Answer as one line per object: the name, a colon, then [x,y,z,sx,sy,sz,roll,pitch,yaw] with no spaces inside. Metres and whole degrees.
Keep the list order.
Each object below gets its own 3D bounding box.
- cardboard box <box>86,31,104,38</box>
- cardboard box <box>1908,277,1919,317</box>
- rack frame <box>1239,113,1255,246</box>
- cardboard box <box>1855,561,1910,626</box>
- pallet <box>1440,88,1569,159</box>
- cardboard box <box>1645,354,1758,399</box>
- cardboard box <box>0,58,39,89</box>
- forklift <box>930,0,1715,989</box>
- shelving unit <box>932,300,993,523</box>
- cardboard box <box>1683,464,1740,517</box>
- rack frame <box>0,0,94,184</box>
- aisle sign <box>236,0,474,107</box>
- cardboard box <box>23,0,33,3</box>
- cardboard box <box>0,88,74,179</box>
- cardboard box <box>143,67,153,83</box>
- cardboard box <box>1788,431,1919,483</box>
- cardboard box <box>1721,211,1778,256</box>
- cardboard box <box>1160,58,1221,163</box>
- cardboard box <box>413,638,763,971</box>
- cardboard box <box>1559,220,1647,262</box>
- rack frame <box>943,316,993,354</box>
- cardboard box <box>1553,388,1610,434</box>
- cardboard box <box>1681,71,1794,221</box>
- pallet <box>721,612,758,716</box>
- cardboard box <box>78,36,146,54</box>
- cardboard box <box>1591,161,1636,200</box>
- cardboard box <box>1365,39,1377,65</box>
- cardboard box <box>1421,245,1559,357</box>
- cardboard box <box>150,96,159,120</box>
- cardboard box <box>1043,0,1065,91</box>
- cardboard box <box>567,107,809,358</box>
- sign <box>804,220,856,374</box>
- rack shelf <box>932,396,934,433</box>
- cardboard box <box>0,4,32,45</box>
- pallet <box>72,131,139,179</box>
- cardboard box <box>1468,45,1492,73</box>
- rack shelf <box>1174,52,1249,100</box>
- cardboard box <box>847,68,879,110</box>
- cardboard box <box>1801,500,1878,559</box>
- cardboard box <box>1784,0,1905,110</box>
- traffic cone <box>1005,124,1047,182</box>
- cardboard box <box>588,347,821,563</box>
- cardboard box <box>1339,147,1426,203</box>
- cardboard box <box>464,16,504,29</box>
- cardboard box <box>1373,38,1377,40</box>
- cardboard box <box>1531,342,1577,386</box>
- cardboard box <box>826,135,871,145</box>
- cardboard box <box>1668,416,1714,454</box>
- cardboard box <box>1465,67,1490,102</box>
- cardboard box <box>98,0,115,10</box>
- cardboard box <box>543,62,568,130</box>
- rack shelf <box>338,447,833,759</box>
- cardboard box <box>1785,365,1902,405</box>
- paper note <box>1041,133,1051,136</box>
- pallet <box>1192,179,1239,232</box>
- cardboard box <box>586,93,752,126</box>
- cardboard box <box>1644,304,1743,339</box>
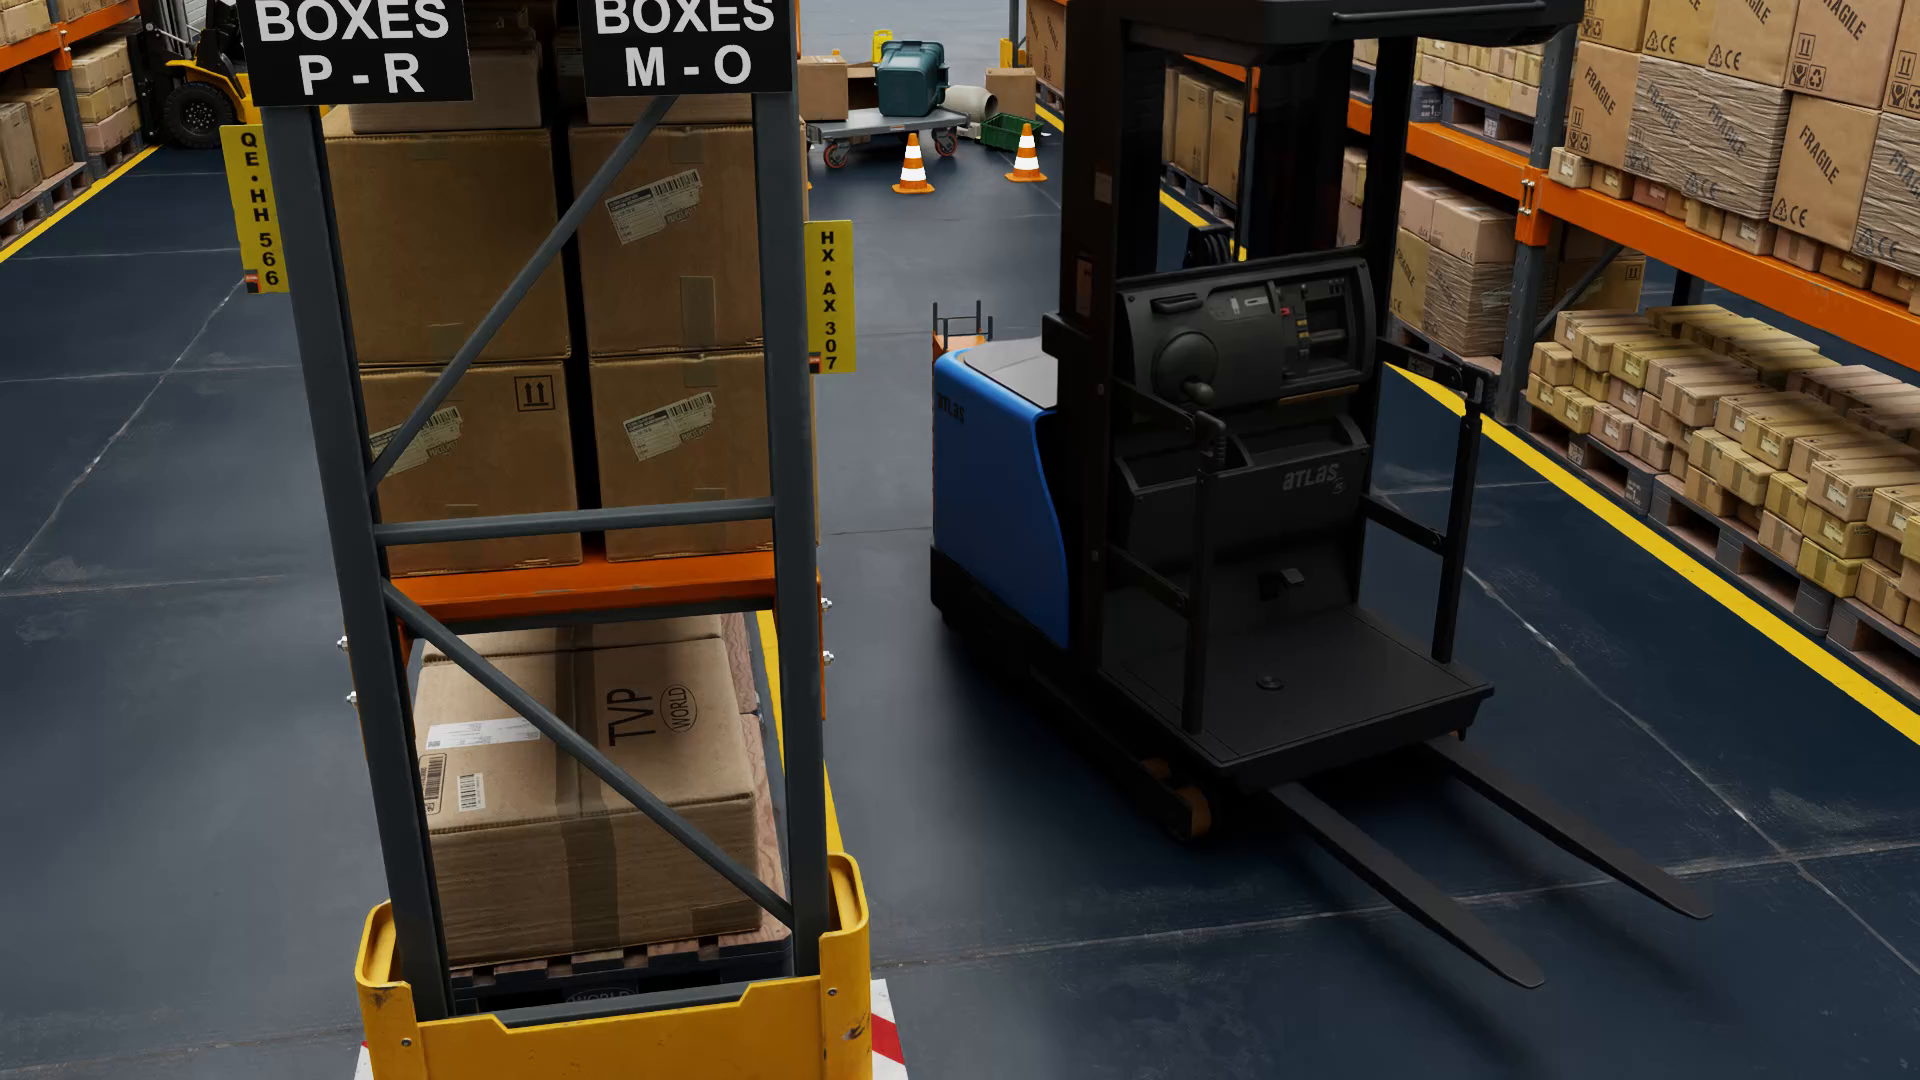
cardboard box: [-8.573,-4.752,16.044,0.500,0.250,0.500,-4,24,-10]
cardboard box: [3.530,-0.835,5.727,0.380,0.149,0.250,-5,24,-12]
rack frame: [2.549,-3.587,11.714,1.000,3.000,0.127,-4,24,-10]
cardboard box: [3.556,0.182,6.122,0.380,0.149,0.250,-4,24,-9]
pallet: [3.290,-2.237,8.863,1.003,0.211,1.213,-4,24,-10]
cardboard box: [3.307,-0.711,7.425,0.380,0.149,0.250,-5,24,-11]
cardboard box: [-8.195,-3.955,14.219,0.500,0.250,0.500,-4,24,-9]
forklift: [1.014,-0.622,5.012,1.130,2.935,3.031,-12,26,-25]
shelving unit: [0.010,-0.460,6.992,0.215,1.050,0.252,-4,24,-10]
cardboard box: [3.320,-0.225,7.054,0.380,0.149,0.250,-5,24,-11]
rack frame: [-7.914,-4.385,13.542,1.000,3.000,0.127,-4,24,-10]
aisle sign: [-1.109,-1.174,2.942,0.394,0.787,0.004,-4,24,-10]
cardboard box: [-7.572,-4.371,13.073,0.500,0.250,0.500,-5,24,-11]
cardboard box: [-7.807,-3.285,13.465,0.875,0.625,0.625,-3,24,-7]
cardboard box: [-7.969,-4.355,15.759,0.500,0.250,0.500,-4,24,-10]
cardboard box: [3.489,-0.303,6.491,0.380,0.149,0.250,-5,24,-12]
cardboard box: [3.311,-1.248,6.674,0.380,0.149,0.250,-3,24,-7]
cardboard box: [2.187,-3.704,14.270,1.050,0.750,0.750,-4,24,-10]
cardboard box: [-1.038,0.696,4.586,0.875,0.438,0.875,-5,24,-12]
cardboard box: [3.412,-1.714,9.088,0.500,0.250,0.500,-5,24,-12]
rack frame: [0.032,-0.412,6.882,0.200,1.050,0.008,-4,24,-10]
cardboard box: [3.089,-0.627,7.976,0.380,0.149,0.250,-4,24,-8]
cardboard box: [3.289,-1.587,6.639,0.500,0.500,0.500,-5,24,-11]
pallet: [-1.265,0.457,5.941,1.003,0.211,1.213,-4,24,-10]
cardboard box: [-7.973,-4.593,15.680,0.500,0.250,0.500,-5,24,-11]
cardboard box: [3.140,-1.666,7.631,0.380,0.149,0.250,-4,24,-8]
cardboard box: [2.680,-2.952,10.049,0.380,0.149,0.250,-4,24,-9]
cardboard box: [2.904,-1.333,9.152,0.500,0.500,0.500,-5,24,-11]
cardboard box: [-7.972,-4.133,15.876,0.500,0.250,0.500,-4,24,-8]
cardboard box: [1.425,-5.344,17.869,0.875,0.875,0.875,-5,24,-11]
cardboard box: [-0.627,-0.748,3.840,0.500,0.500,0.500,-5,24,-11]
sign: [-0.271,-0.505,3.479,0.100,0.325,0.005,-4,24,-10]
rack shelf: [0.010,-0.450,6.996,0.215,0.259,0.240,-4,24,-10]
cardboard box: [-7.465,-3.940,12.711,0.500,0.250,0.500,-4,24,-10]
pallet: [-8.020,-3.423,14.824,1.003,0.211,1.213,-4,24,-10]
cardboard box: [2.928,-2.570,8.804,0.380,0.149,0.250,-3,24,-7]
rack shelf: [2.179,-4.044,13.659,1.077,0.370,4.000,-4,24,-10]
cardboard box: [-0.782,-4.375,16.468,0.797,0.637,0.503,-4,24,-10]
cardboard box: [3.444,-0.056,6.295,0.380,0.149,0.250,-4,24,-9]
cardboard box: [3.400,-1.853,5.999,0.500,0.500,0.500,-5,24,-12]
traffic cone: [0.573,-3.358,14.361,0.336,0.463,0.334,-4,24,-10]
cardboard box: [-0.624,-0.290,4.040,0.500,0.500,0.500,-4,24,-10]
cardboard box: [2.611,-2.293,10.414,0.500,0.250,0.500,-4,24,-9]
cardboard box: [-1.282,-1.155,3.961,0.380,0.149,0.250,-5,24,-10]
cardboard box: [2.680,-3.089,9.992,0.380,0.149,0.250,-5,24,-10]
cardboard box: [3.041,-0.869,8.158,0.380,0.149,0.250,-3,24,-7]
cardboard box: [-1.078,-3.980,16.031,0.396,0.266,0.258,18,29,36]
cardboard box: [3.331,-0.467,7.237,0.380,0.149,0.250,-3,24,-7]
cardboard box: [2.928,-2.432,8.861,0.380,0.149,0.250,-4,24,-10]
cardboard box: [-7.947,-5.027,14.888,0.500,0.500,0.500,-5,24,-10]
cardboard box: [-1.355,-1.108,4.665,0.500,0.500,0.500,-4,24,-10]
rack shelf: [-1.188,-0.491,5.525,1.077,0.370,4.000,-4,24,-10]
cardboard box: [3.862,-0.649,7.281,0.380,0.149,0.250,-5,24,-12]
paper note: [0.795,-3.997,16.363,0.142,0.020,0.147,18,29,36]
pallet: [2.477,-2.624,12.995,1.003,0.211,1.213,-4,24,-10]
cardboard box: [-0.611,-0.995,3.596,0.380,0.149,0.250,-4,24,-9]
cardboard box: [3.610,-1.051,8.203,0.380,0.149,0.250,-4,24,-8]
